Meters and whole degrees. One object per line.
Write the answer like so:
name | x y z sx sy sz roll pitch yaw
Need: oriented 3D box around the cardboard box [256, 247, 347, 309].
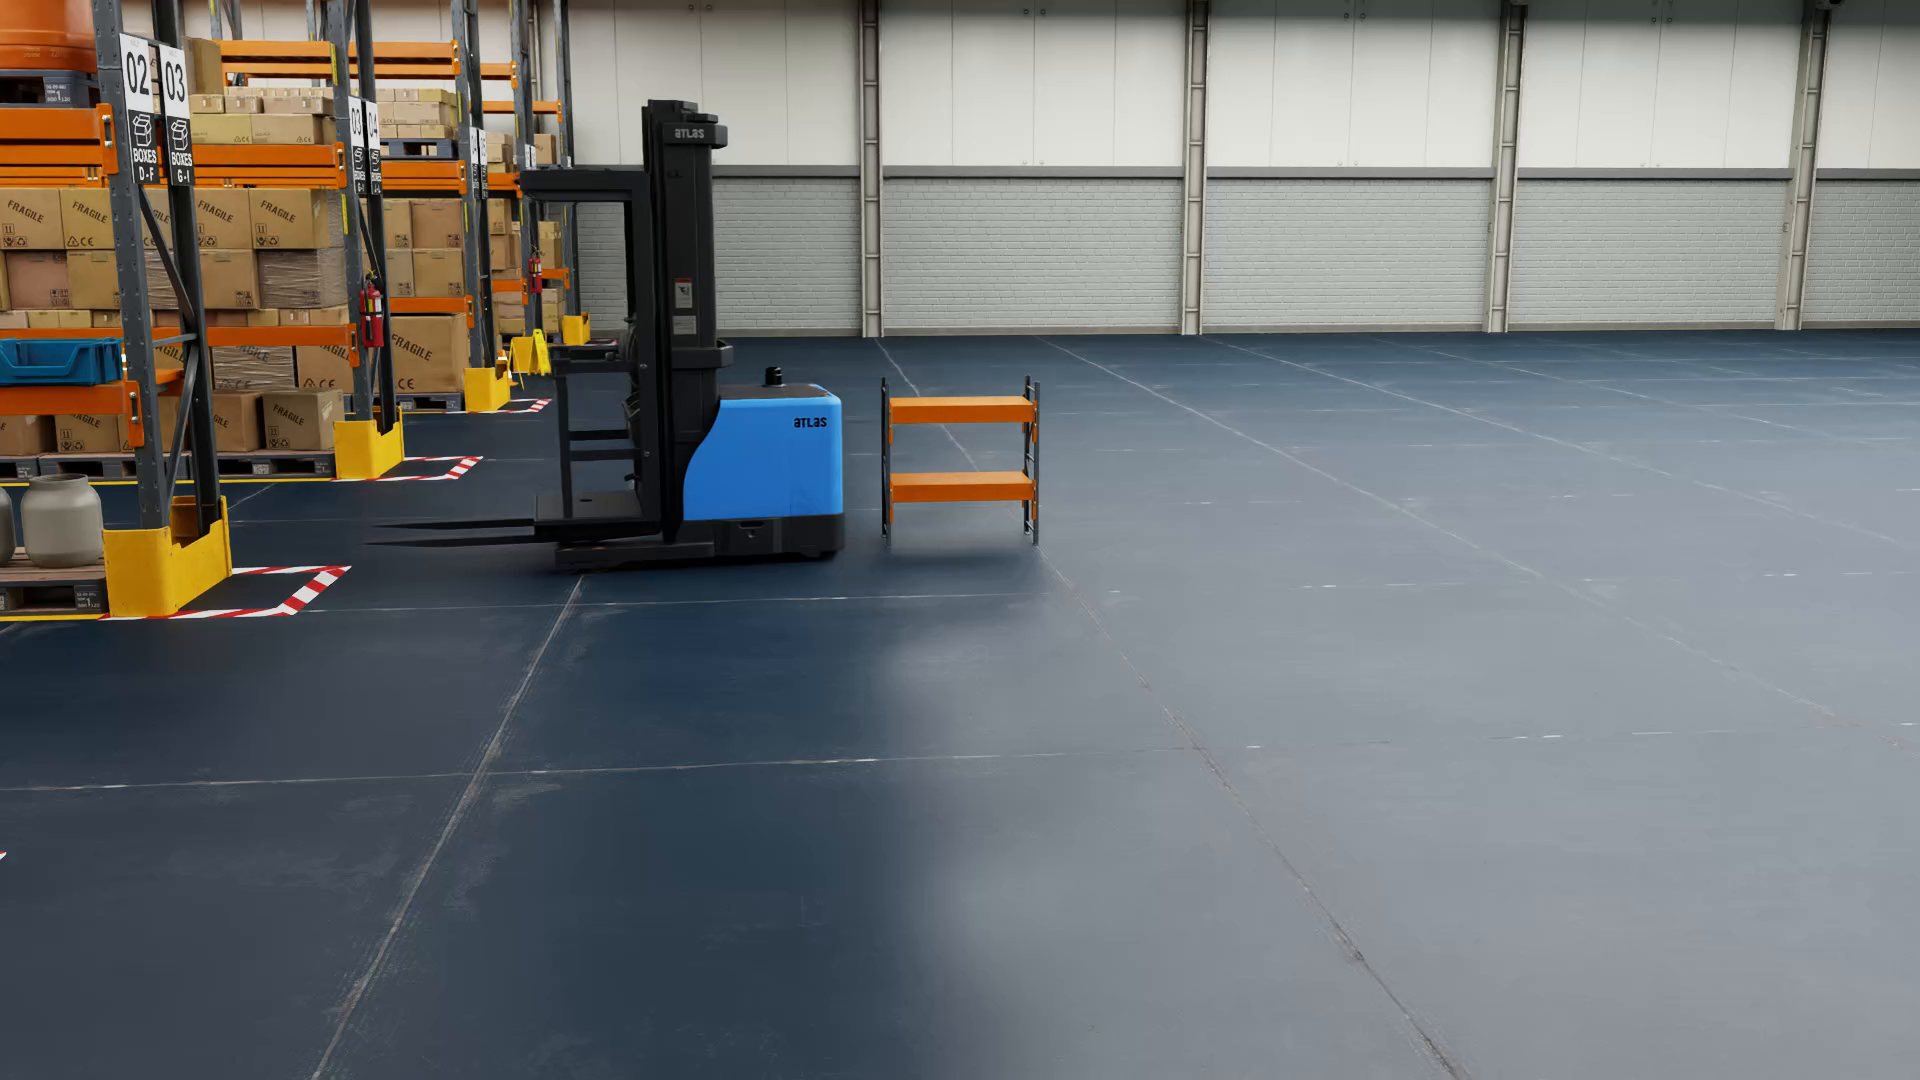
cardboard box | -5.730 -2.296 14.511 0.500 0.500 0.875 -1 11 -6

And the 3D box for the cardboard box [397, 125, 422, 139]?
cardboard box | -6.160 -4.587 18.723 0.250 0.149 0.380 -1 11 -6

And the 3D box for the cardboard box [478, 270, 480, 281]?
cardboard box | -6.839 -3.809 23.889 0.250 0.149 0.380 -1 11 -7

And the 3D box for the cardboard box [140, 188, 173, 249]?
cardboard box | -6.694 -2.713 14.038 0.500 0.500 0.500 -1 11 -6

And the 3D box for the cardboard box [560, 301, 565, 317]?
cardboard box | -7.280 -4.092 29.419 0.500 0.250 0.500 -1 11 -5

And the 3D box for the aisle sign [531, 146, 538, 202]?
aisle sign | -6.223 -5.344 24.306 0.004 0.787 0.394 -1 11 -6

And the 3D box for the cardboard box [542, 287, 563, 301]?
cardboard box | -7.289 -4.334 29.352 0.500 0.250 0.500 -1 11 -7

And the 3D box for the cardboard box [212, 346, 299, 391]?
cardboard box | -8.064 -2.160 19.268 0.875 0.875 0.875 -1 11 -6

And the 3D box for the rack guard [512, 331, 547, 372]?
rack guard | -6.326 -2.780 24.481 0.348 0.500 1.175 -1 11 -6

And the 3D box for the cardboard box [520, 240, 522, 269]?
cardboard box | -7.768 -4.939 28.726 0.500 0.500 0.500 -1 11 -4

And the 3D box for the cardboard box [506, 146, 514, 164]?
cardboard box | -6.779 -5.593 24.151 0.500 0.250 0.500 -1 11 -7

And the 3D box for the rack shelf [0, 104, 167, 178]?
rack shelf | -6.634 -2.235 9.318 4.000 0.370 1.077 -1 11 -6

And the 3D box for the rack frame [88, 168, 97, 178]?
rack frame | -9.592 -2.977 19.006 0.127 3.000 1.000 -1 11 -6

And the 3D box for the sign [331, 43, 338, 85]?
sign | -5.140 -3.907 13.663 0.005 0.325 0.100 -1 11 -6

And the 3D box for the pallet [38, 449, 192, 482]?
pallet | -7.278 -0.703 14.664 1.213 0.211 1.003 -1 11 -6

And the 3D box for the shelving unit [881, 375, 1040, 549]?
shelving unit | -0.007 -0.552 11.528 1.048 1.125 0.538 -1 11 -6

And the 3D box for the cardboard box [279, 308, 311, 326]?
cardboard box | -5.690 -1.934 14.348 0.250 0.149 0.380 -1 11 -6

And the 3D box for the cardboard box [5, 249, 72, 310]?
cardboard box | -7.716 -2.250 14.276 0.500 0.500 0.875 -1 11 -6

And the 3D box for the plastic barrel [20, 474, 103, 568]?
plastic barrel | -5.292 -0.115 9.805 0.421 0.512 0.421 0 11 0

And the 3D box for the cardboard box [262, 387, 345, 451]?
cardboard box | -5.803 -1.077 14.732 0.500 0.500 0.500 1 11 4

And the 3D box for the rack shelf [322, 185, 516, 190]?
rack shelf | -8.779 -6.037 28.658 4.000 0.370 1.077 -1 11 -6

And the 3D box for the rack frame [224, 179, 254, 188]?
rack frame | -10.227 -3.925 23.824 0.127 3.000 1.000 -1 11 -6

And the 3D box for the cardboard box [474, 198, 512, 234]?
cardboard box | -6.735 -4.641 23.846 0.500 0.500 0.700 -1 11 -7

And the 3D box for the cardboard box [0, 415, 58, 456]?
cardboard box | -8.187 -1.018 14.429 0.500 0.500 0.500 2 11 12

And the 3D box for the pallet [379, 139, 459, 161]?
pallet | -6.352 -4.472 19.061 1.213 0.211 1.003 -1 11 -6

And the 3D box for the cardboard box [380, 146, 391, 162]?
cardboard box | -8.248 -5.457 23.460 0.500 0.250 0.500 -1 11 -6

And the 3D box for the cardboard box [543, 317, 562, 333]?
cardboard box | -7.223 -3.746 28.956 0.500 0.250 0.500 -1 11 -6

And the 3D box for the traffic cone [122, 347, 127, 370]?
traffic cone | -11.309 -2.386 22.572 0.334 0.463 0.336 -1 11 -6

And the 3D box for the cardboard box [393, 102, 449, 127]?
cardboard box | -6.072 -4.796 18.752 0.500 0.250 0.500 -1 11 -5

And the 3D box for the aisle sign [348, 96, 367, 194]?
aisle sign | -5.087 -3.327 14.044 0.004 0.787 0.394 -1 11 -6

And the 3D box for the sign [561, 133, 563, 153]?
sign | -6.746 -6.723 28.192 0.005 0.325 0.100 -1 11 -6

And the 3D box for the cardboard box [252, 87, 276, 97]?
cardboard box | -7.681 -4.946 18.482 0.250 0.149 0.380 -1 11 -6

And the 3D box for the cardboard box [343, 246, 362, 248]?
cardboard box | -7.097 -3.649 19.235 0.550 0.550 0.875 -1 11 -6

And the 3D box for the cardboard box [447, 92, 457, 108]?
cardboard box | -5.982 -5.110 19.313 0.250 0.149 0.380 -1 11 -5

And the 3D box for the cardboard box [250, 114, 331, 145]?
cardboard box | -5.632 -3.447 14.007 0.500 0.250 0.500 -1 11 -5

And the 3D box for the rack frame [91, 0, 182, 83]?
rack frame | -4.646 -4.101 9.171 0.127 3.000 1.000 -1 11 -6

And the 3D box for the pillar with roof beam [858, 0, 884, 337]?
pillar with roof beam | -1.150 -7.361 25.753 0.400 9.000 9.100 -1 11 -6

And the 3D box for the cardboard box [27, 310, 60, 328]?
cardboard box | -7.671 -1.878 14.067 0.250 0.149 0.380 -1 11 -6

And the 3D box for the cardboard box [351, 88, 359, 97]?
cardboard box | -6.674 -4.968 18.590 0.250 0.149 0.380 -1 11 -5

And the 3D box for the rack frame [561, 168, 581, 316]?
rack frame | -6.790 -4.960 29.090 0.127 3.000 1.000 -1 11 -6

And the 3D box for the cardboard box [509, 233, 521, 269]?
cardboard box | -6.752 -4.246 24.430 0.500 0.500 0.500 -1 11 -7

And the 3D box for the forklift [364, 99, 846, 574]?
forklift | -2.333 -1.332 10.814 3.031 2.935 1.130 -3 11 -14

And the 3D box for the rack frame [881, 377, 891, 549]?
rack frame | -0.512 -0.541 11.474 0.032 1.125 0.500 -1 11 -6

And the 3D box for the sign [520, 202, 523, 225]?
sign | -6.211 -4.624 23.562 0.005 0.325 0.100 -1 11 -6

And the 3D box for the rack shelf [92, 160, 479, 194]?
rack shelf | -7.604 -4.138 18.998 4.000 0.370 1.077 -1 11 -6

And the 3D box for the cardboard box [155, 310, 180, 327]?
cardboard box | -6.682 -1.909 14.225 0.250 0.149 0.380 -1 11 -6

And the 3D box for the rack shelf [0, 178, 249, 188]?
rack shelf | -12.216 -5.002 23.392 4.000 0.370 1.077 -1 11 -6

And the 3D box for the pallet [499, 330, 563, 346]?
pallet | -7.546 -3.568 29.237 1.213 0.211 1.003 -1 11 -6

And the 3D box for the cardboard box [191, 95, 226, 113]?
cardboard box | -6.201 -3.616 13.835 0.250 0.149 0.380 -1 11 -6

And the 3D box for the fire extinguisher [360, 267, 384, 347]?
fire extinguisher | -5.017 -1.984 14.151 0.183 0.674 0.296 -1 11 -6

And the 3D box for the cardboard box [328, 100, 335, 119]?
cardboard box | -5.479 -3.740 14.464 0.250 0.149 0.380 -1 11 -6
